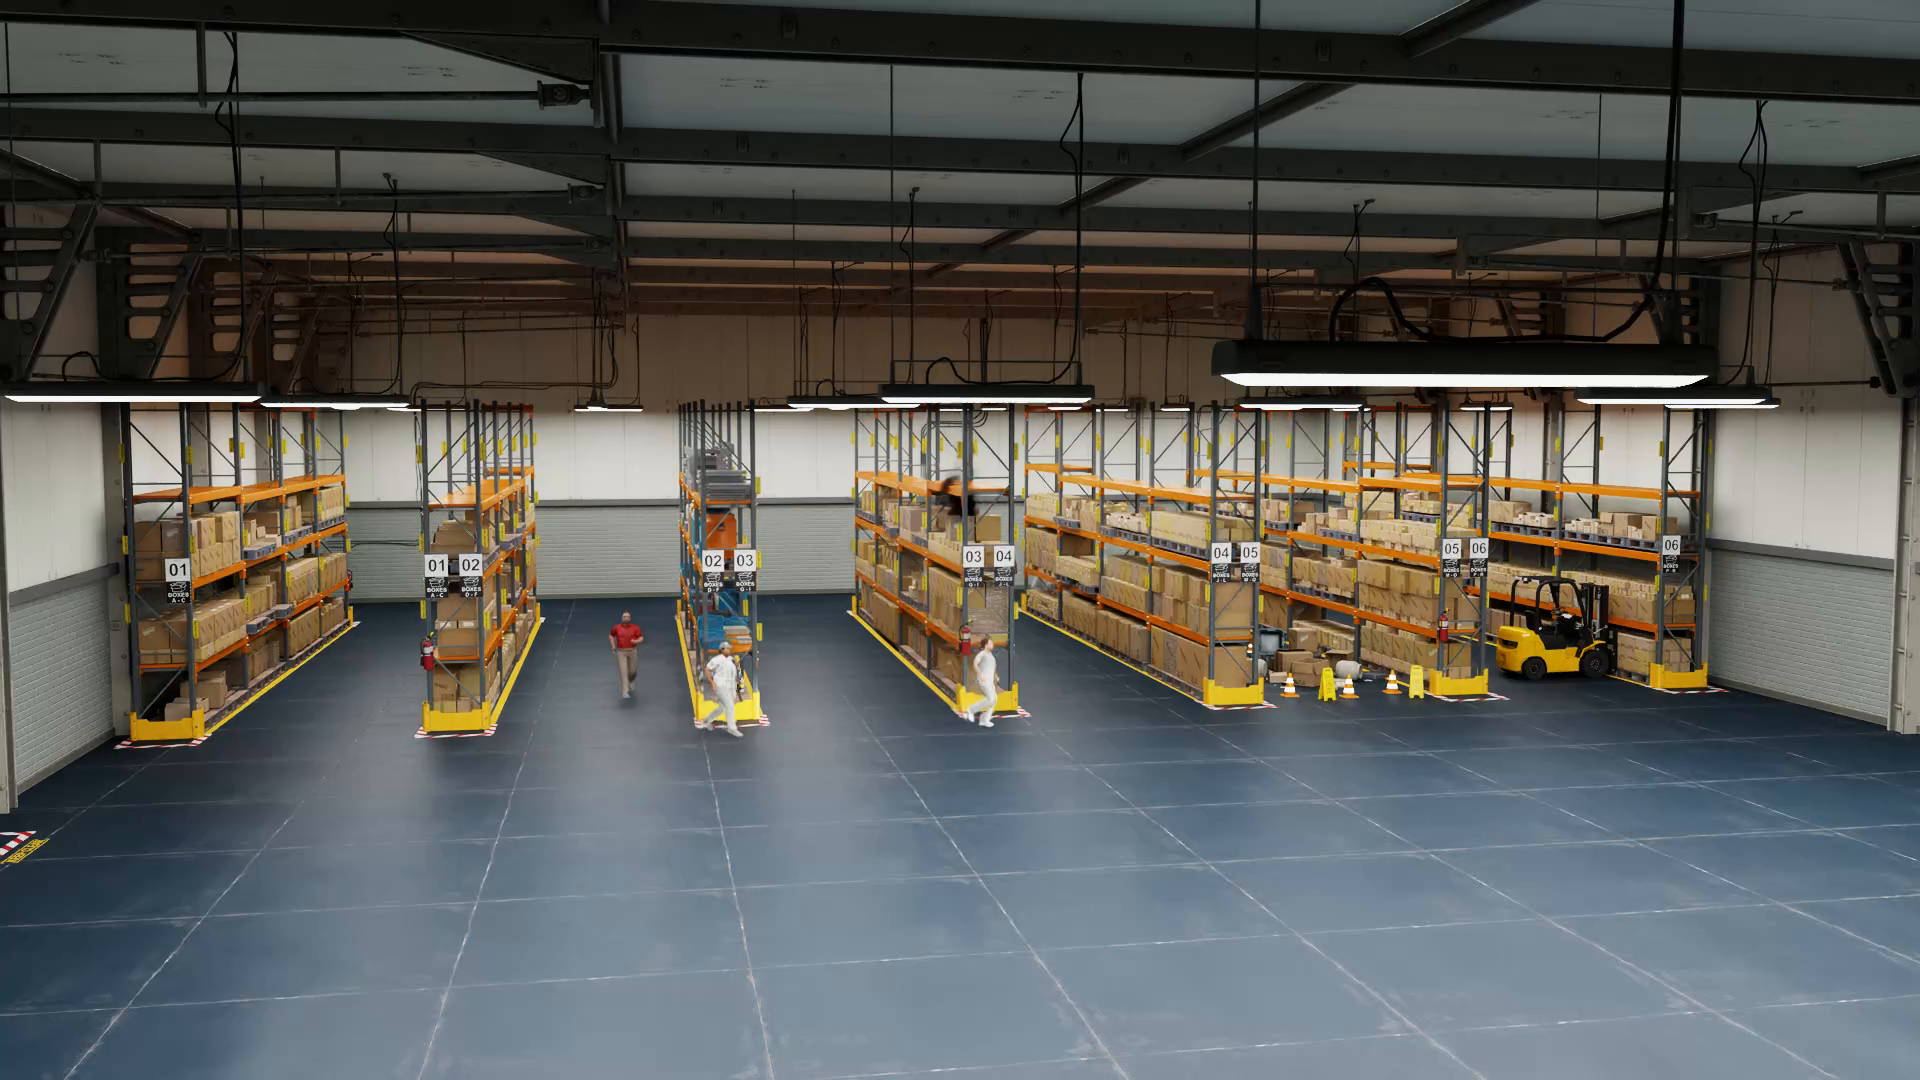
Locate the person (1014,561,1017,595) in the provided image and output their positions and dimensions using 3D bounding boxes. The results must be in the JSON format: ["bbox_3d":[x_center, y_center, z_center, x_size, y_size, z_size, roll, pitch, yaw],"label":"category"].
[{"bbox_3d":[1.423,1.132,49.706,0.674,1.678,0.857,-2,5,-22],"label":"person"}]

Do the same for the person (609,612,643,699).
[{"bbox_3d":[-6.769,2.312,33.767,0.673,1.699,0.944,-1,4,-15],"label":"person"}]

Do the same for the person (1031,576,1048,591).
[{"bbox_3d":[2.446,1.089,49.610,0.761,1.839,0.641,-2,5,-22],"label":"person"}]

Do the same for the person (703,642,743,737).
[{"bbox_3d":[-4.216,2.656,29.804,0.869,1.661,0.608,2,5,26],"label":"person"}]

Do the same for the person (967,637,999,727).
[{"bbox_3d":[0.447,2.602,30.717,0.537,1.625,0.620,2,5,22],"label":"person"}]
